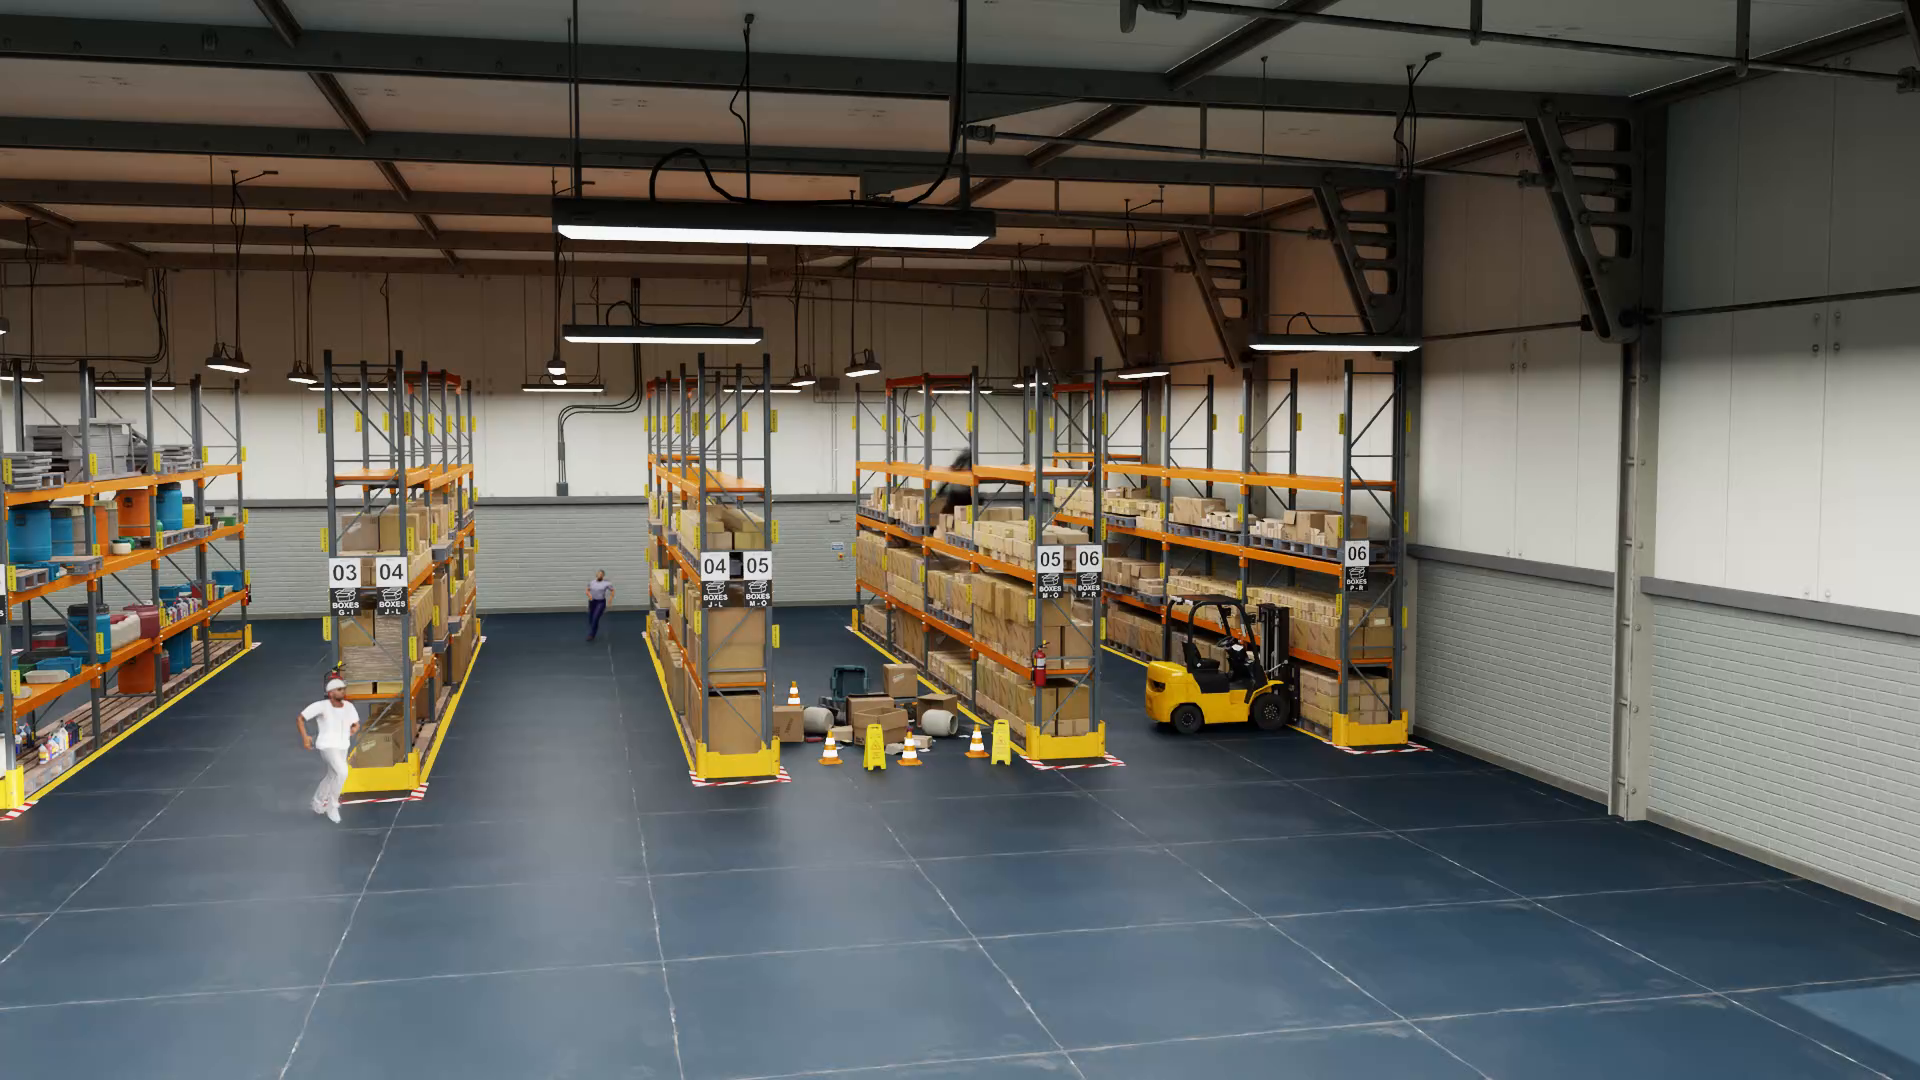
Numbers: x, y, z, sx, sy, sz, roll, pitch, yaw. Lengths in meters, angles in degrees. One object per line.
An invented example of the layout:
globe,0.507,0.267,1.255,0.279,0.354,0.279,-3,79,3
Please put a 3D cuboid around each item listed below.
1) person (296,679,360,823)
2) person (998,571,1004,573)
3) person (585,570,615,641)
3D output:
person,-7.982,2.660,21.181,0.707,1.777,0.701,2,4,24
person,0.957,1.547,37.133,0.675,1.740,0.821,-2,4,-22
person,-8.376,1.495,38.562,0.695,1.624,0.879,0,4,7
